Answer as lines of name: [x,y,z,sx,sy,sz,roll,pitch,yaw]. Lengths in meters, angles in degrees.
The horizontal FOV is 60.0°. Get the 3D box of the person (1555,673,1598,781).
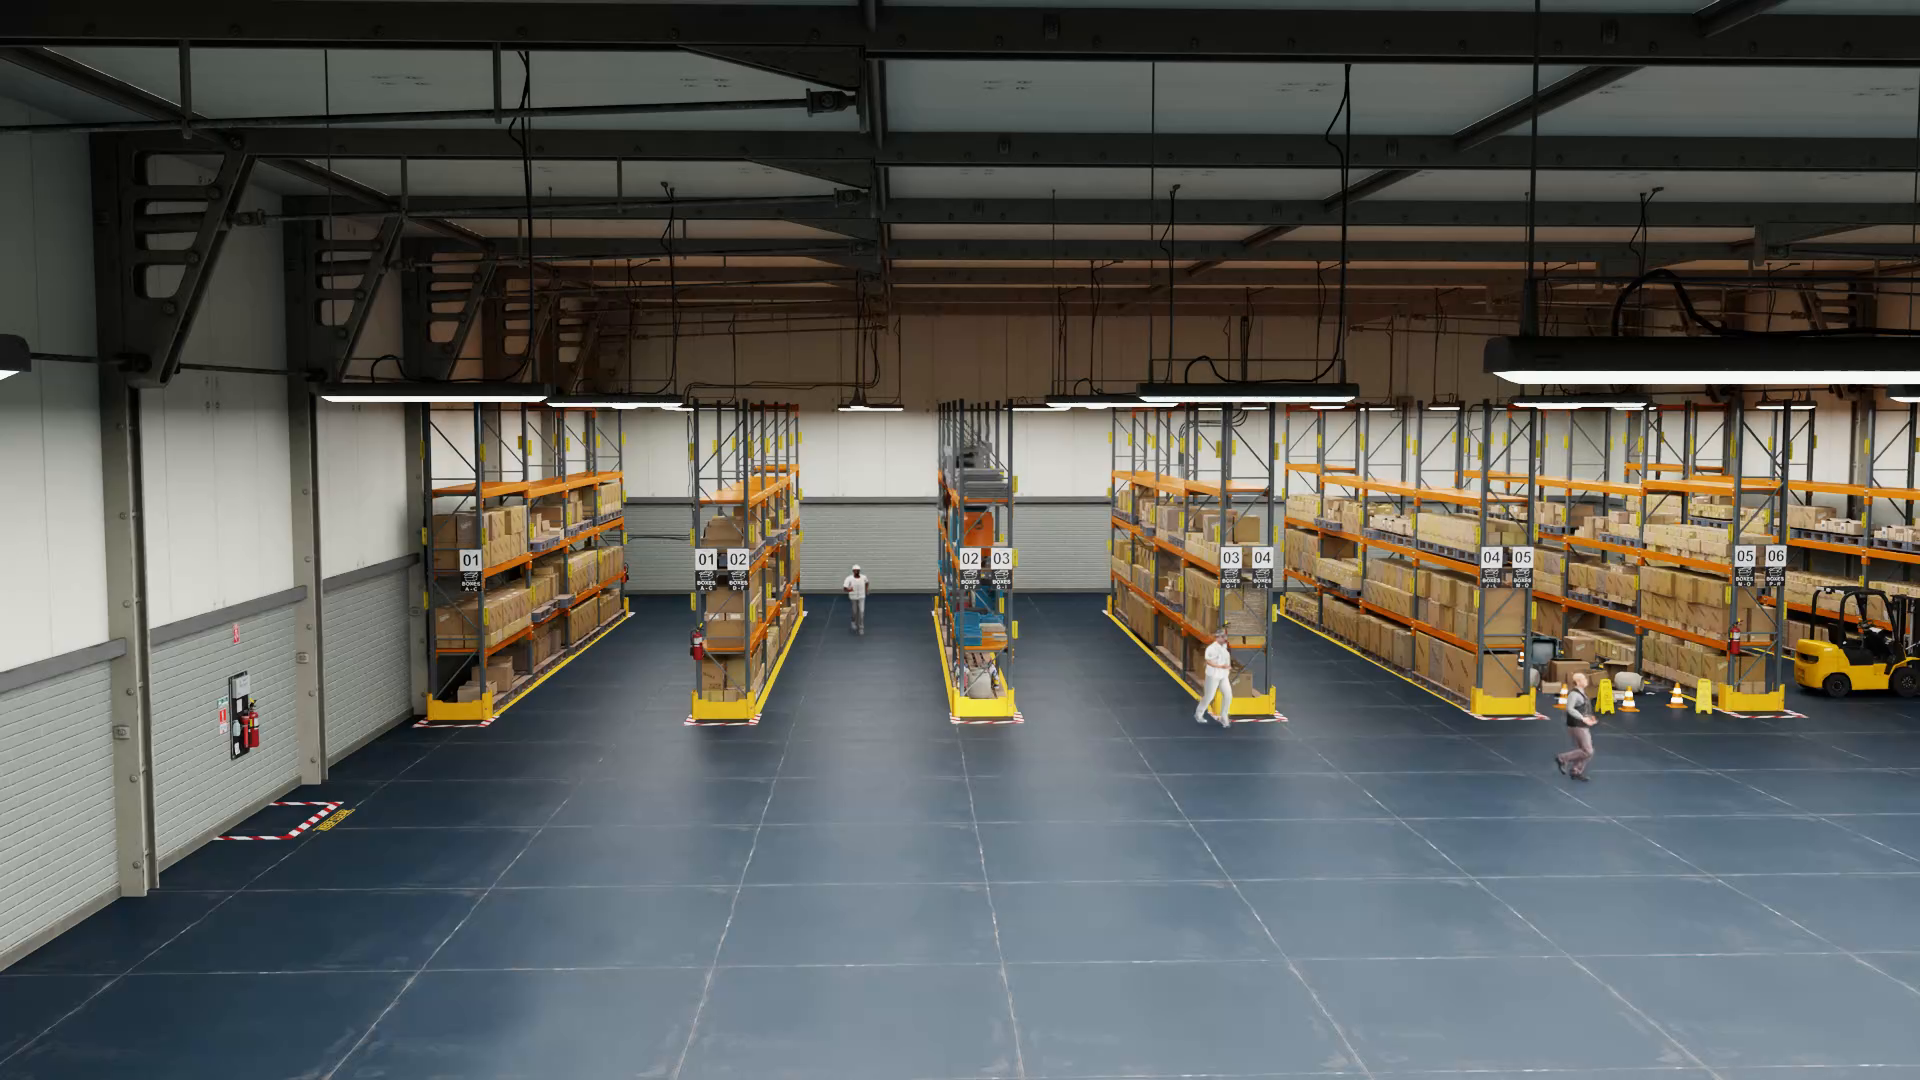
person: [9.638,2.910,25.979,0.566,1.677,0.649,2,5,29]

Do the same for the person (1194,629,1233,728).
person: [4.729,2.546,30.524,0.696,1.852,0.748,-4,6,-39]

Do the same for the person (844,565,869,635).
person: [-2.693,1.535,43.360,0.694,1.787,0.957,-1,4,-12]
